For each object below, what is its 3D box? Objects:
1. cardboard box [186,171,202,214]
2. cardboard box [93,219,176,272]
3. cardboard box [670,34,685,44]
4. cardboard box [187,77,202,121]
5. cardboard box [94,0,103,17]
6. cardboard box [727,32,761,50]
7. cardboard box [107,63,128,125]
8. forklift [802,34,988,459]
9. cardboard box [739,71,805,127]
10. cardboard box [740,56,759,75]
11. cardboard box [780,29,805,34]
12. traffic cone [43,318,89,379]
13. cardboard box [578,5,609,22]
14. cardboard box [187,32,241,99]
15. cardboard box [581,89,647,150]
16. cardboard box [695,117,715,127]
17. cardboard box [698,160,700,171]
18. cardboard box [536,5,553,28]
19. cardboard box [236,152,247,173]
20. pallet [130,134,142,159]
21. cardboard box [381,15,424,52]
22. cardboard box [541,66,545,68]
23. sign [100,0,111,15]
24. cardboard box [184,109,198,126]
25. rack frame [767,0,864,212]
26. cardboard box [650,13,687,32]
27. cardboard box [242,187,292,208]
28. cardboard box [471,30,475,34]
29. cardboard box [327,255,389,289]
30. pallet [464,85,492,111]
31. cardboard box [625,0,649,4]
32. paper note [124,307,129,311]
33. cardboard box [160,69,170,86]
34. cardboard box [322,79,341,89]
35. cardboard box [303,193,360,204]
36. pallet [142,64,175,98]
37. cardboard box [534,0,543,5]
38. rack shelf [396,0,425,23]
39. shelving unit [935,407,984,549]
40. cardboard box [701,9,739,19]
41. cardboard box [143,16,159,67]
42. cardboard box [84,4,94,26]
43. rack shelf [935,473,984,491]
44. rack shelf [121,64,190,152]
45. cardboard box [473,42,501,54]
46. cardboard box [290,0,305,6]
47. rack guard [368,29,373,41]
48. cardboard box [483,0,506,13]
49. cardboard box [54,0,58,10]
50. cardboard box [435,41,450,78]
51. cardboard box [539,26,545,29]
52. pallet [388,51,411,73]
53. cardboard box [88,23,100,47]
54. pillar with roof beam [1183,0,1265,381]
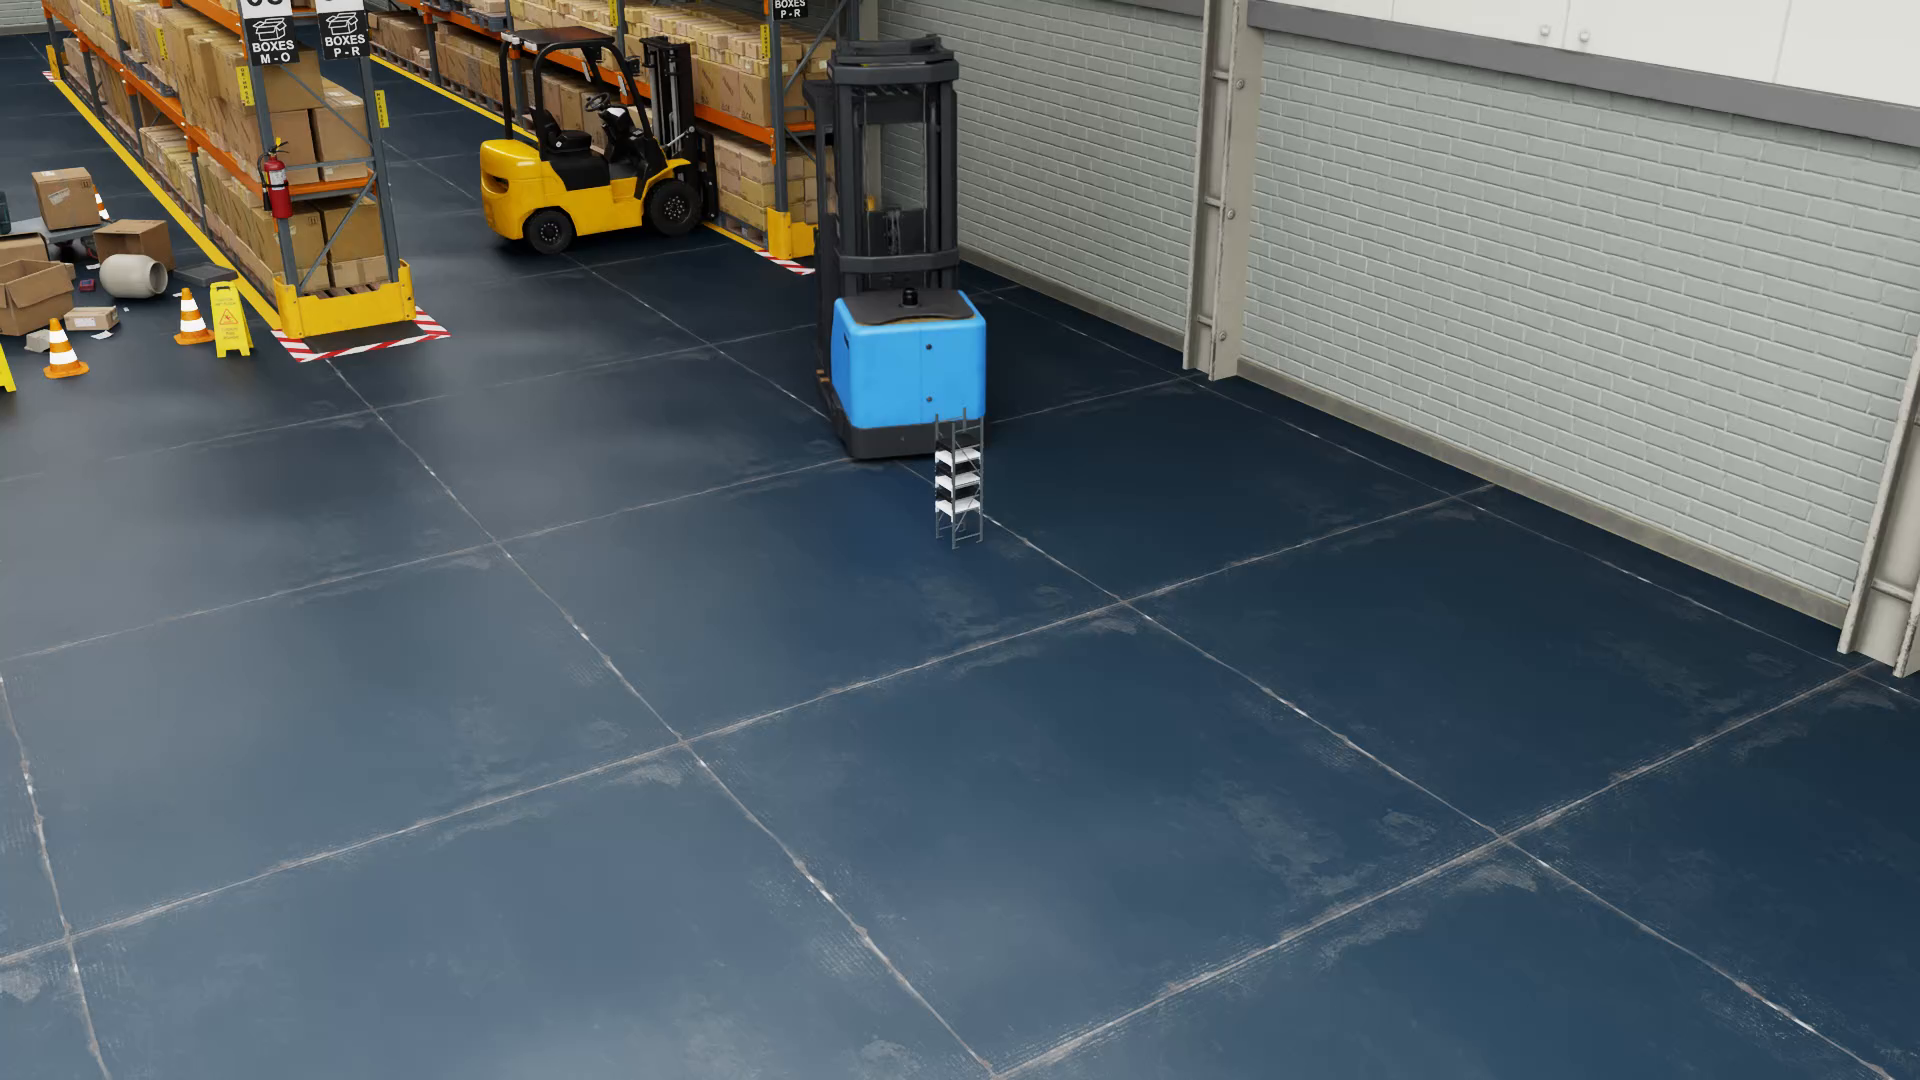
[{"bbox_3d":[-8.118,-3.963,18.716,0.950,0.372,0.625,-15,29,-29],"label":"cardboard box"},{"bbox_3d":[-8.385,-2.944,16.898,0.500,0.500,0.500,3,25,6],"label":"cardboard box"},{"bbox_3d":[-3.045,-5.631,18.787,0.380,0.149,0.250,-17,30,-31],"label":"cardboard box"},{"bbox_3d":[-7.530,-4.557,16.924,0.500,0.500,0.500,-16,29,-30],"label":"cardboard box"},{"bbox_3d":[-10.802,-7.008,21.292,0.500,0.500,0.500,-15,29,-29],"label":"cardboard box"},{"bbox_3d":[-2.261,-5.328,17.797,0.380,0.149,0.250,-15,29,-29],"label":"cardboard box"},{"bbox_3d":[-11.292,-6.340,23.163,0.875,0.875,0.875,-15,29,-28],"label":"cardboard box"},{"bbox_3d":[-0.616,-2.534,13.184,1.130,2.935,3.031,-6,26,-12],"label":"forklift"},{"bbox_3d":[-1.978,-4.661,17.493,0.500,0.500,0.500,-16,30,-31],"label":"cardboard box"},{"bbox_3d":[-2.078,-4.983,17.415,0.380,0.149,0.250,-15,29,-29],"label":"cardboard box"},{"bbox_3d":[-1.887,-5.429,18.011,0.380,0.149,0.250,-15,29,-29],"label":"cardboard box"},{"bbox_3d":[-7.706,-1.669,14.243,0.336,0.463,0.334,-16,29,-30],"label":"traffic cone"},{"bbox_3d":[-4.546,-6.592,20.823,0.380,0.149,0.250,-17,30,-31],"label":"cardboard box"},{"bbox_3d":[-6.743,-4.448,15.522,0.700,0.500,0.500,-16,30,-30],"label":"cardboard box"},{"bbox_3d":[-4.384,-5.511,21.701,0.875,0.625,0.625,-16,30,-30],"label":"cardboard box"},{"bbox_3d":[-3.120,-4.724,19.301,0.500,0.250,0.500,-14,29,-28],"label":"cardboard box"},{"bbox_3d":[-2.851,-4.317,19.023,0.500,0.250,0.500,-16,29,-30],"label":"cardboard box"},{"bbox_3d":[-5.276,-6.935,22.016,0.500,0.250,0.500,-16,30,-31],"label":"cardboard box"},{"bbox_3d":[-6.549,-3.560,15.572,0.380,0.149,0.250,-15,29,-29],"label":"cardboard box"},{"bbox_3d":[-10.381,-5.243,22.109,1.003,0.211,1.213,-16,29,-30],"label":"pallet"},{"bbox_3d":[-9.535,-8.728,28.661,0.700,0.500,0.500,-14,29,-27],"label":"cardboard box"},{"bbox_3d":[-5.852,-6.638,24.234,0.500,0.500,0.500,-14,29,-28],"label":"cardboard box"},{"bbox_3d":[-10.477,-6.598,20.356,0.100,0.325,0.005,-16,29,-30],"label":"sign"},{"bbox_3d":[-7.927,-4.473,17.505,0.380,0.149,0.250,-16,29,-30],"label":"cardboard box"},{"bbox_3d":[-1.489,-4.501,17.271,1.000,3.000,0.127,-16,29,-30],"label":"rack frame"},{"bbox_3d":[-3.328,-5.944,19.103,0.380,0.149,0.250,-15,29,-28],"label":"cardboard box"},{"bbox_3d":[-6.559,-3.264,15.740,0.380,0.149,0.250,-15,29,-28],"label":"cardboard box"},{"bbox_3d":[-7.598,-8.082,26.532,0.380,0.149,0.250,-17,30,-32],"label":"cardboard box"},{"bbox_3d":[-5.855,-2.643,16.063,0.500,0.250,0.500,-16,30,-30],"label":"cardboard box"},{"bbox_3d":[-6.894,-6.813,25.436,1.003,0.211,1.213,-16,29,-30],"label":"pallet"},{"bbox_3d":[-4.195,-6.825,21.318,0.380,0.149,0.250,-16,29,-30],"label":"cardboard box"},{"bbox_3d":[-7.982,-2.208,15.915,0.032,0.001,0.123,-16,29,-30],"label":"paper note"},{"bbox_3d":[-8.642,-5.152,18.453,0.380,0.149,0.250,-16,30,-30],"label":"cardboard box"},{"bbox_3d":[-6.237,-4.123,16.005,0.500,0.500,0.500,-16,30,-31],"label":"cardboard box"},{"bbox_3d":[-6.157,-3.176,16.315,0.500,0.500,0.500,-17,30,-31],"label":"cardboard box"},{"bbox_3d":[-8.898,-5.419,19.441,1.003,0.211,1.213,-16,29,-30],"label":"pallet"},{"bbox_3d":[-5.468,-7.247,22.211,0.380,0.149,0.250,-15,29,-29],"label":"cardboard box"},{"bbox_3d":[-9.132,-9.183,28.032,1.077,0.370,4.000,-16,29,-30],"label":"rack shelf"},{"bbox_3d":[-0.004,-0.410,11.064,0.258,0.900,0.210,-16,29,-30],"label":"shelving unit"},{"bbox_3d":[-2.799,-6.095,19.423,0.380,0.149,0.250,-16,30,-31],"label":"cardboard box"},{"bbox_3d":[-8.823,-5.618,18.680,0.500,0.500,0.500,-14,29,-28],"label":"cardboard box"},{"bbox_3d":[-11.354,-7.023,22.204,0.500,0.250,0.500,-17,30,-31],"label":"cardboard box"},{"bbox_3d":[-0.004,-0.380,11.078,0.258,0.077,0.200,-16,29,-30],"label":"rack shelf"},{"bbox_3d":[-8.922,-5.164,19.518,1.077,0.370,4.000,-16,29,-30],"label":"rack shelf"},{"bbox_3d":[-7.130,-7.414,25.117,0.380,0.149,0.250,-15,29,-29],"label":"cardboard box"},{"bbox_3d":[-5.774,-4.853,14.798,0.380,0.149,0.250,-17,30,-31],"label":"cardboard box"},{"bbox_3d":[-10.182,-9.067,29.870,1.175,0.500,0.348,-16,29,-30],"label":"rack guard"},{"bbox_3d":[-6.537,-7.585,23.605,0.380,0.149,0.250,-15,29,-29],"label":"cardboard box"},{"bbox_3d":[-13.510,-8.337,25.279,0.500,0.500,0.500,-14,29,-28],"label":"cardboard box"},{"bbox_3d":[-7.965,-7.627,26.330,0.500,0.500,0.500,-14,29,-27],"label":"cardboard box"},{"bbox_3d":[-5.262,-6.716,22.138,0.500,0.250,0.500,-17,30,-31],"label":"cardboard box"},{"bbox_3d":[-9.084,-8.215,28.405,1.003,0.211,1.213,-16,29,-30],"label":"pallet"},{"bbox_3d":[-11.363,-6.796,22.308,0.500,0.250,0.500,-16,30,-30],"label":"cardboard box"},{"bbox_3d":[-1.446,-4.524,10.292,9.100,9.000,0.400,-16,29,-30],"label":"pillar with roof beam"}]
